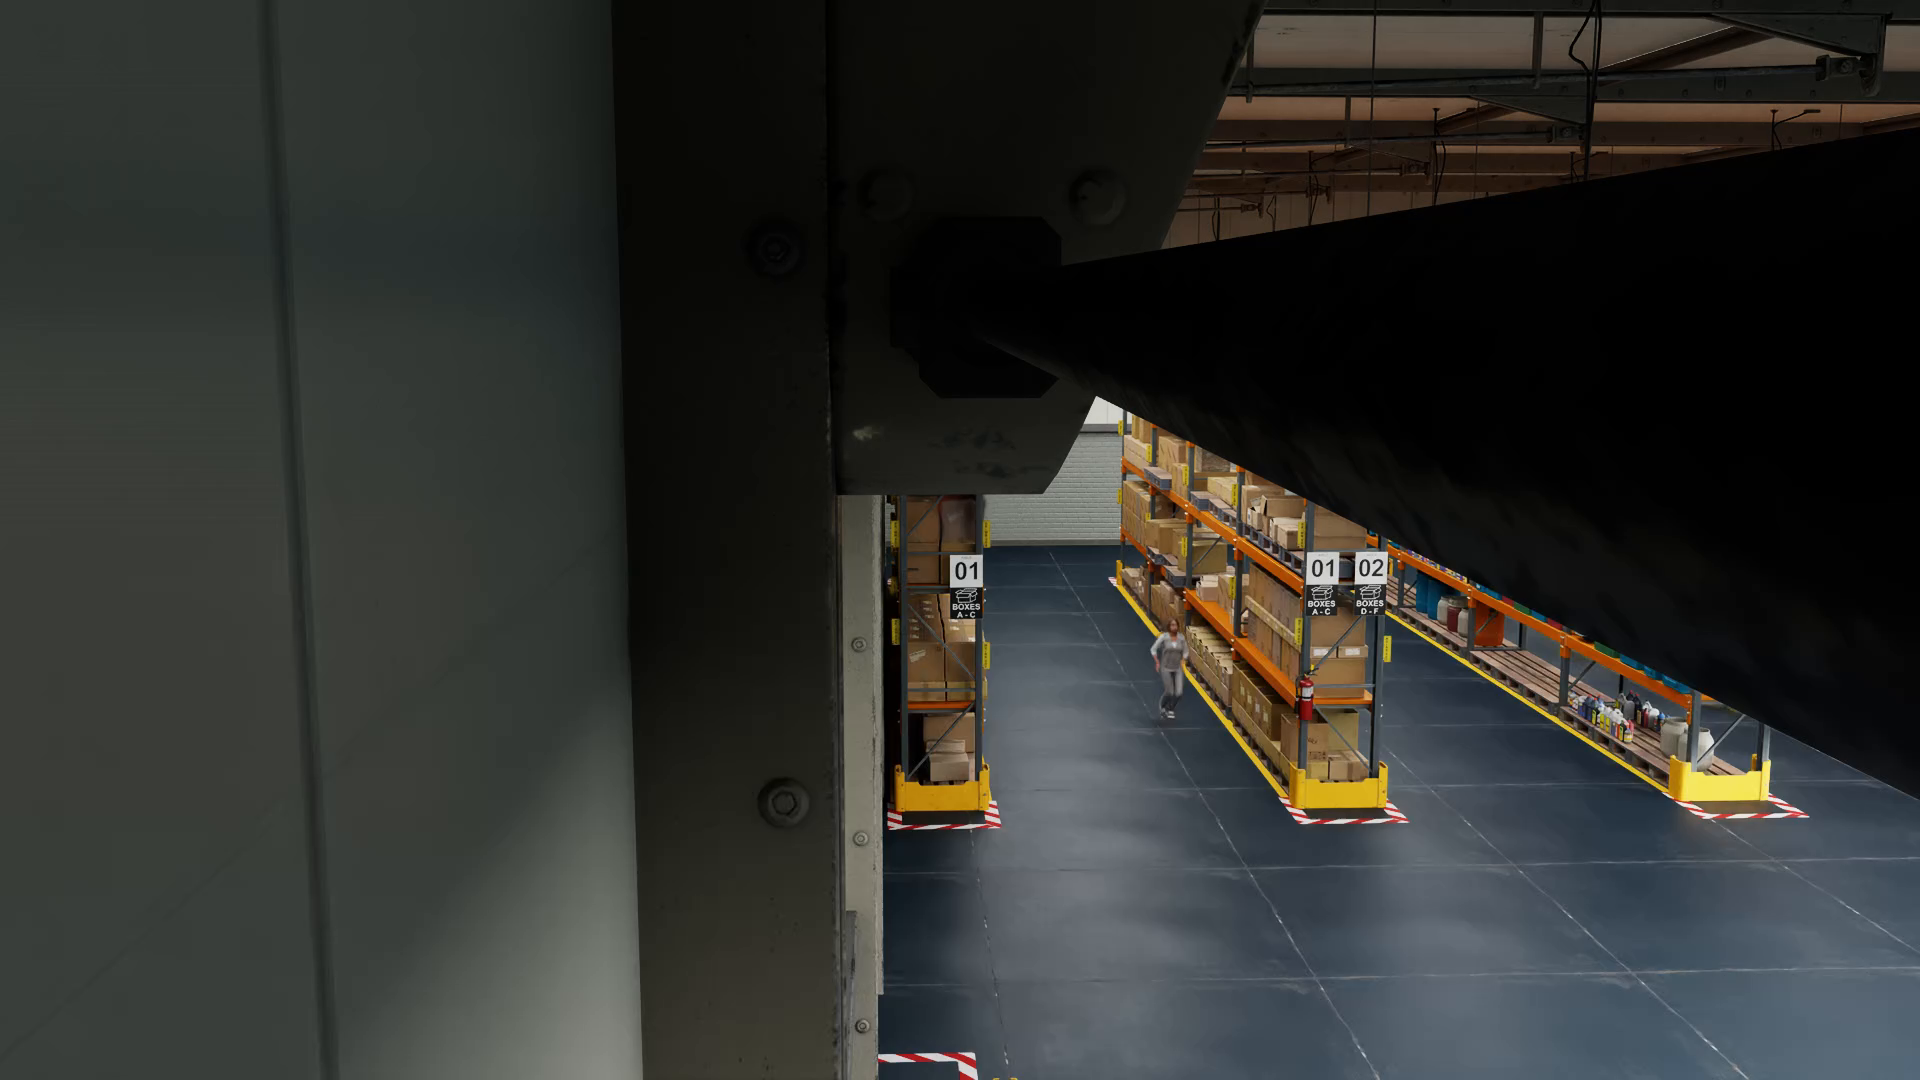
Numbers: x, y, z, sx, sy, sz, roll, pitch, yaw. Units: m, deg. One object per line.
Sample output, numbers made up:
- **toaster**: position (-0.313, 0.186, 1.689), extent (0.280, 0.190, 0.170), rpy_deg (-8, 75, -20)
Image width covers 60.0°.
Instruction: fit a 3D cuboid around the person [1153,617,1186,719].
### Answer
- **person**: position (1.335, 1.858, 23.740), extent (3.813, 1.505, 0.975), rpy_deg (-1, 9, -9)
